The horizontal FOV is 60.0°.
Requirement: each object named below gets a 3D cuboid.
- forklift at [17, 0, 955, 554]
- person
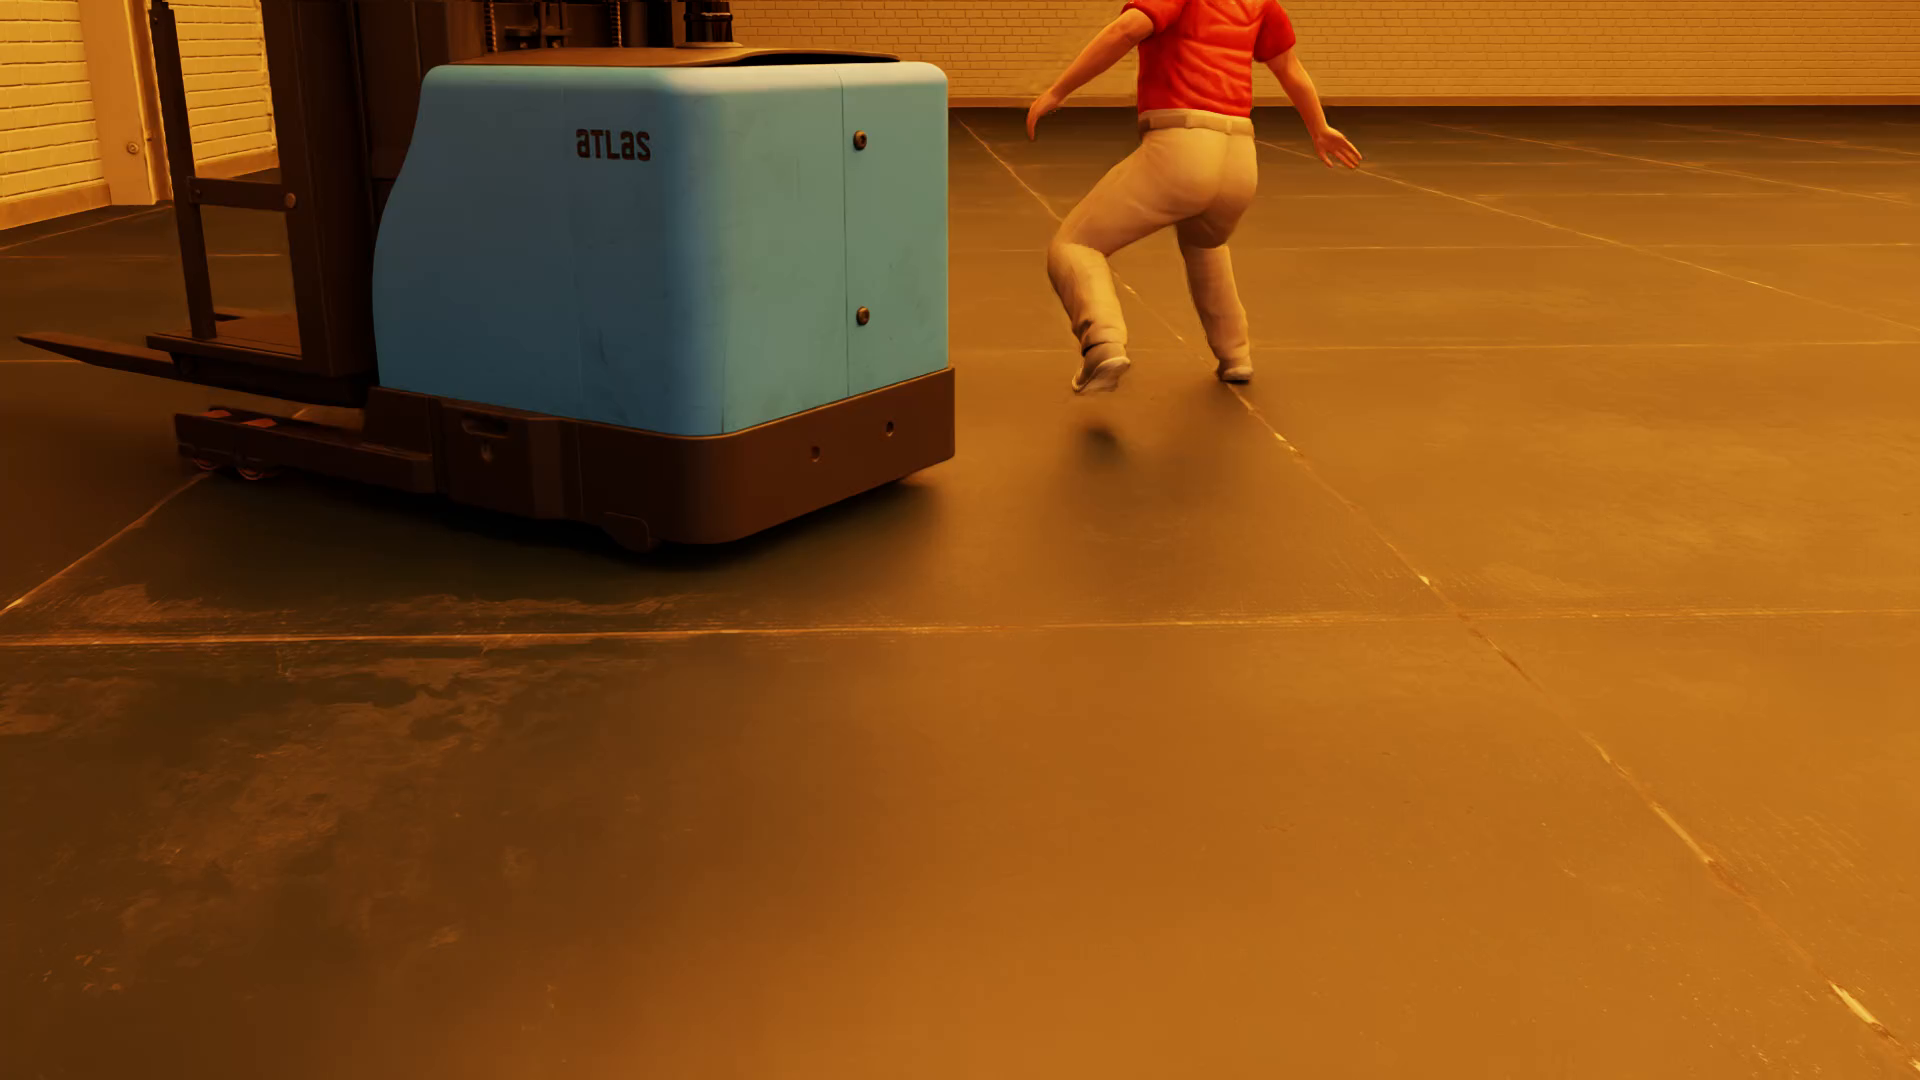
[{"bbox_3d":[-1.532,-1.678,4.392,3.031,2.935,1.130,11,20,31],"label":"forklift"},{"bbox_3d":[0.748,-1.195,5.289,1.189,1.643,0.508,-13,21,-36],"label":"person"}]
